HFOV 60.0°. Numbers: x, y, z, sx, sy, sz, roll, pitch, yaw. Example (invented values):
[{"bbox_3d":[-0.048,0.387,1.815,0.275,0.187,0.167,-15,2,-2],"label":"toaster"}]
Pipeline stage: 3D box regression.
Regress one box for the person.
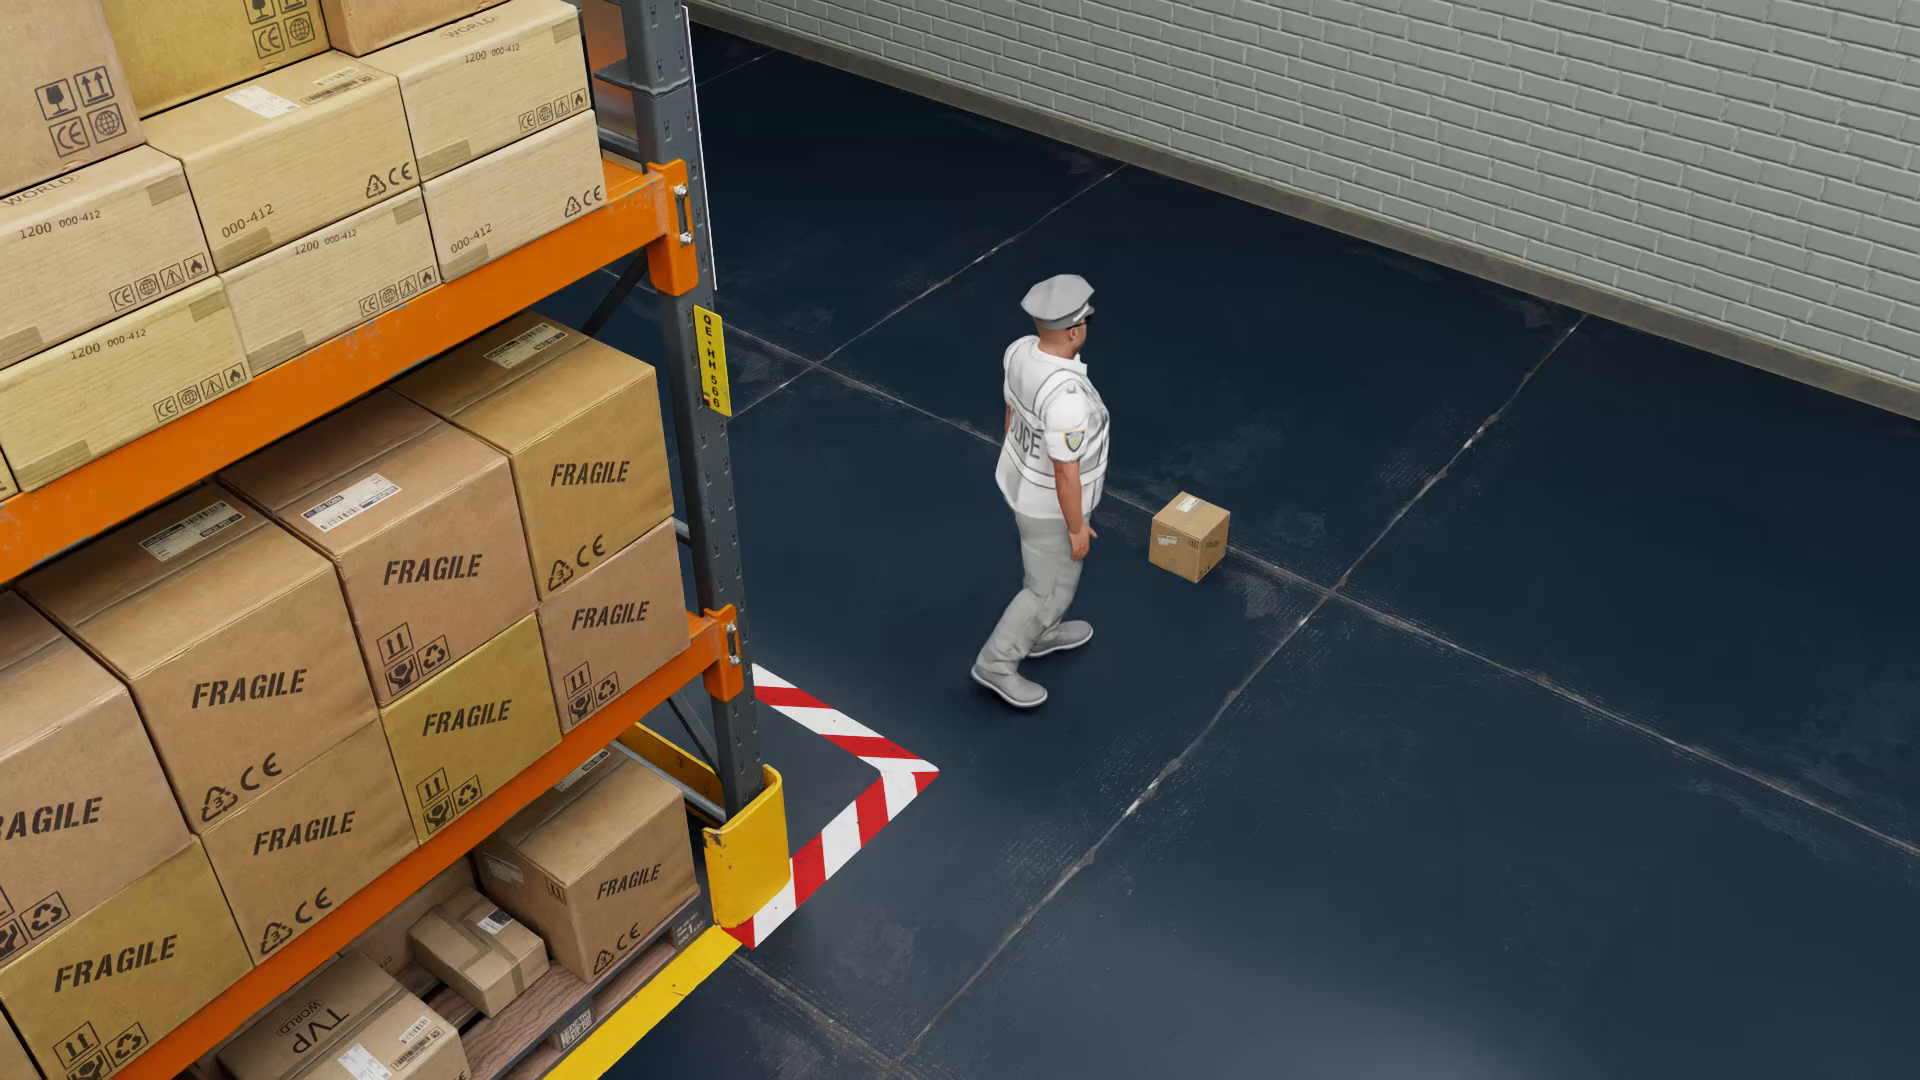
[{"bbox_3d":[0.306,-0.176,6.357,0.591,1.756,0.565,-11,40,-13],"label":"person"}]
